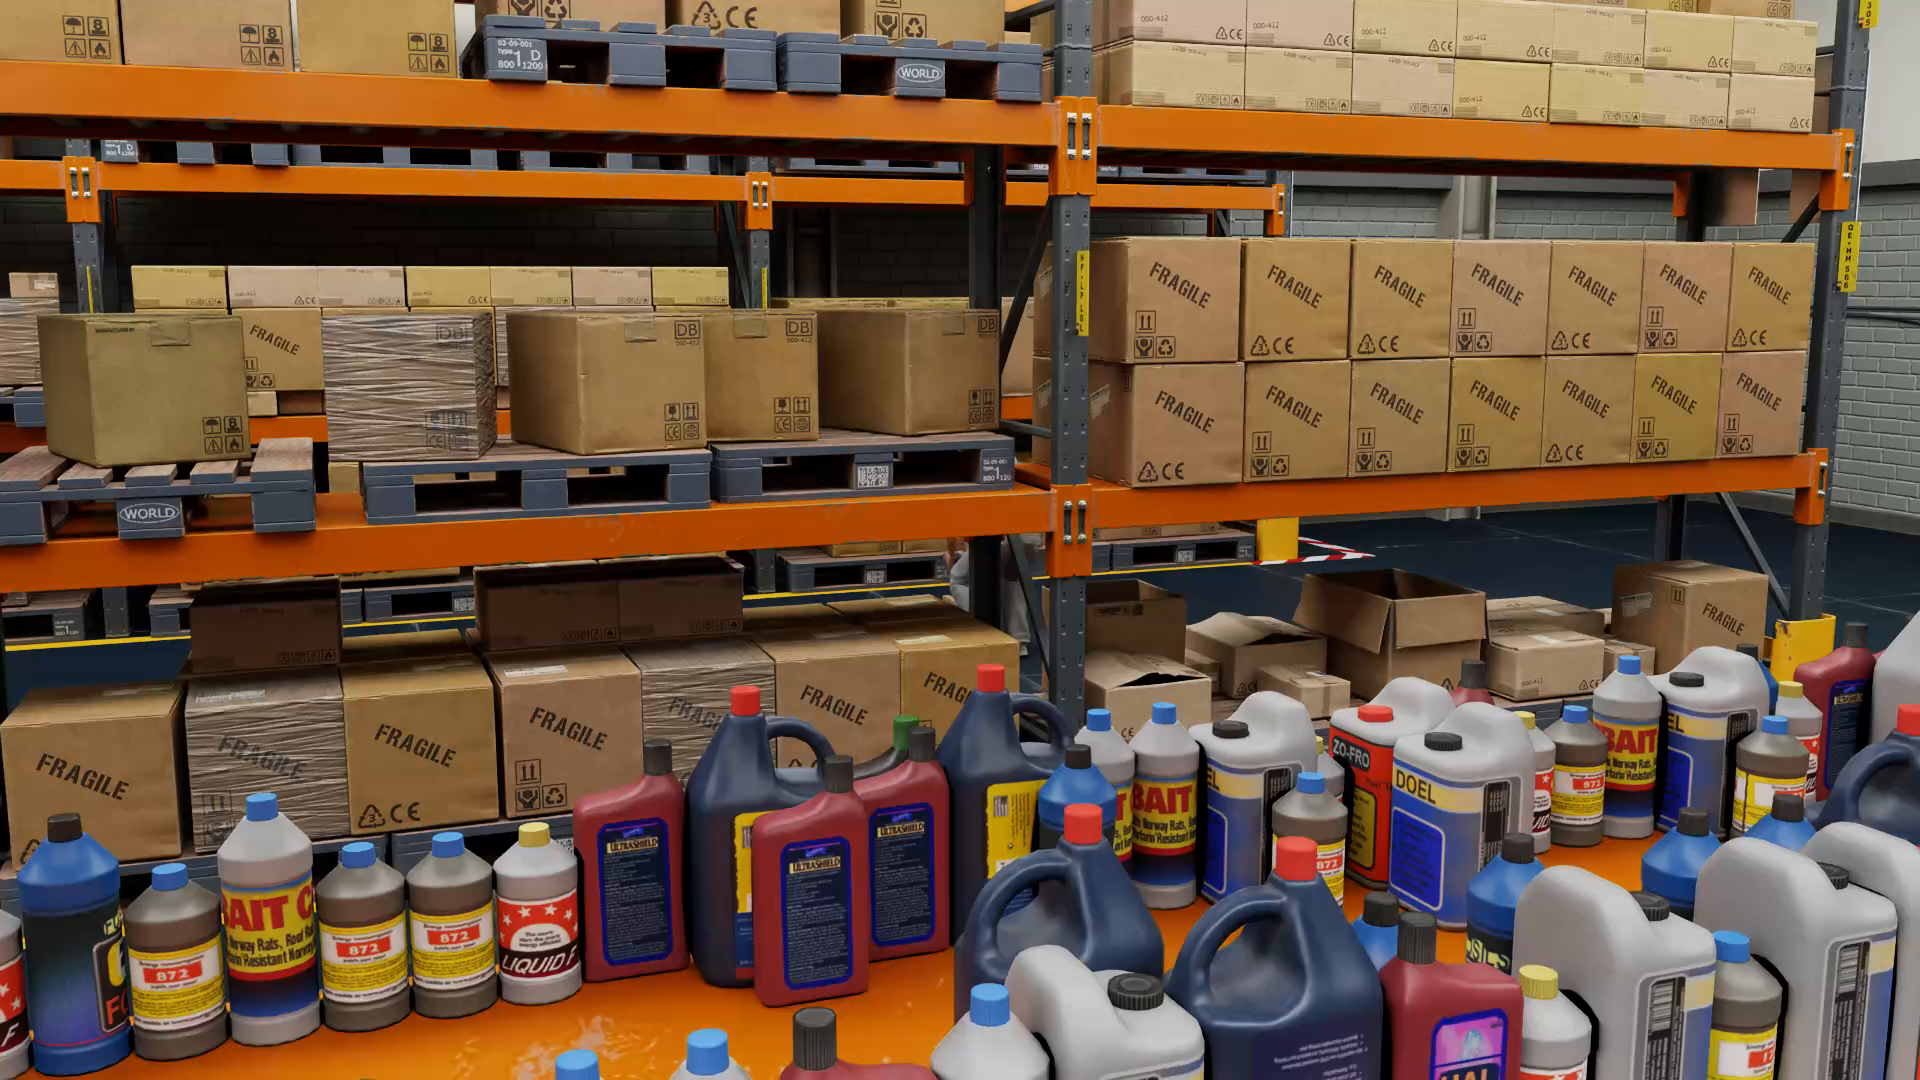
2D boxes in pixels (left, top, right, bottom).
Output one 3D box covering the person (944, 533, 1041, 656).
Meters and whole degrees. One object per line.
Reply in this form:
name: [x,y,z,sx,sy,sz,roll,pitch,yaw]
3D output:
person: [0.166,0.028,9.488,0.490,1.275,0.696,-3,10,-21]
